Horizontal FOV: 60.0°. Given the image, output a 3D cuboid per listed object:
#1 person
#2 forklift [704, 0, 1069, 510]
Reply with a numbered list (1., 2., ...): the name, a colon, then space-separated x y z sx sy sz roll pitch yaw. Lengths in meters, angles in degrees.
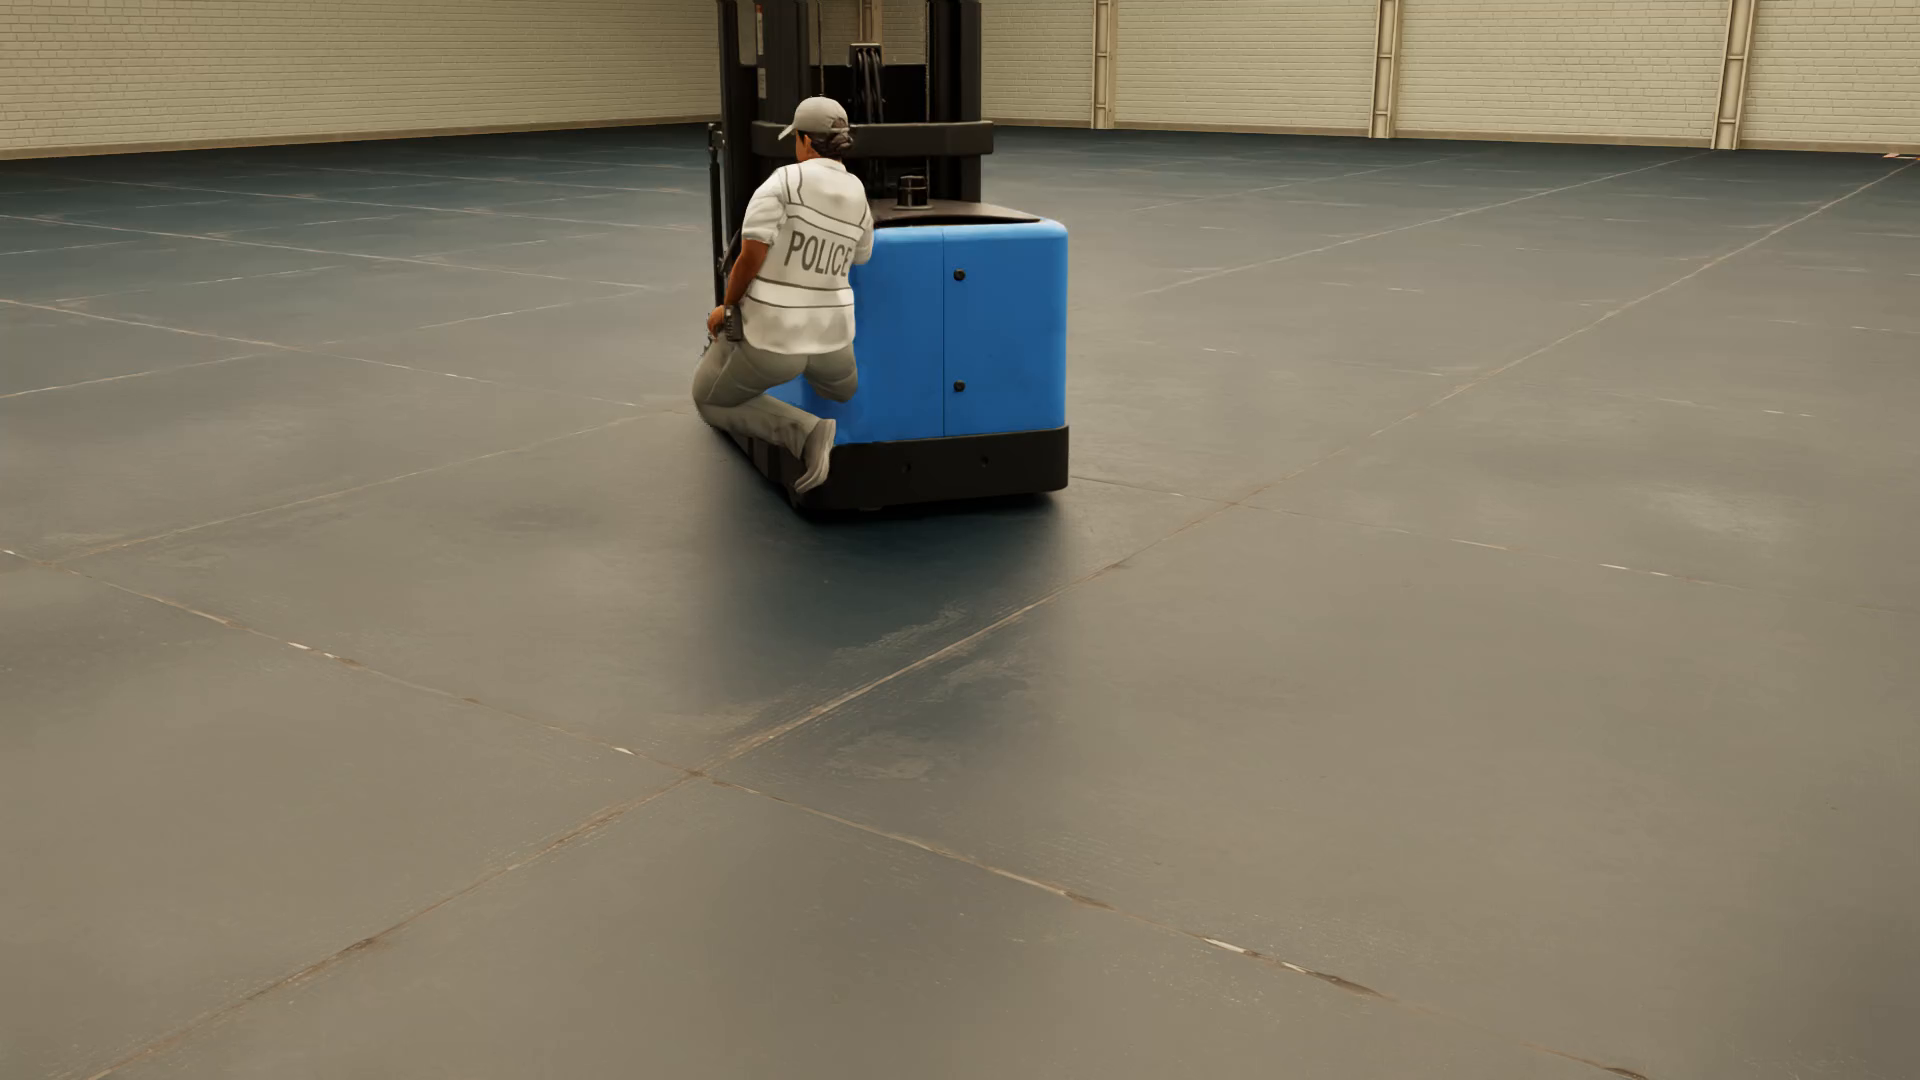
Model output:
1. person: -0.552 -0.782 5.887 0.749 1.532 0.666 -12 20 -34
2. forklift: -0.530 -1.894 7.165 1.130 2.935 3.031 -5 17 -18
